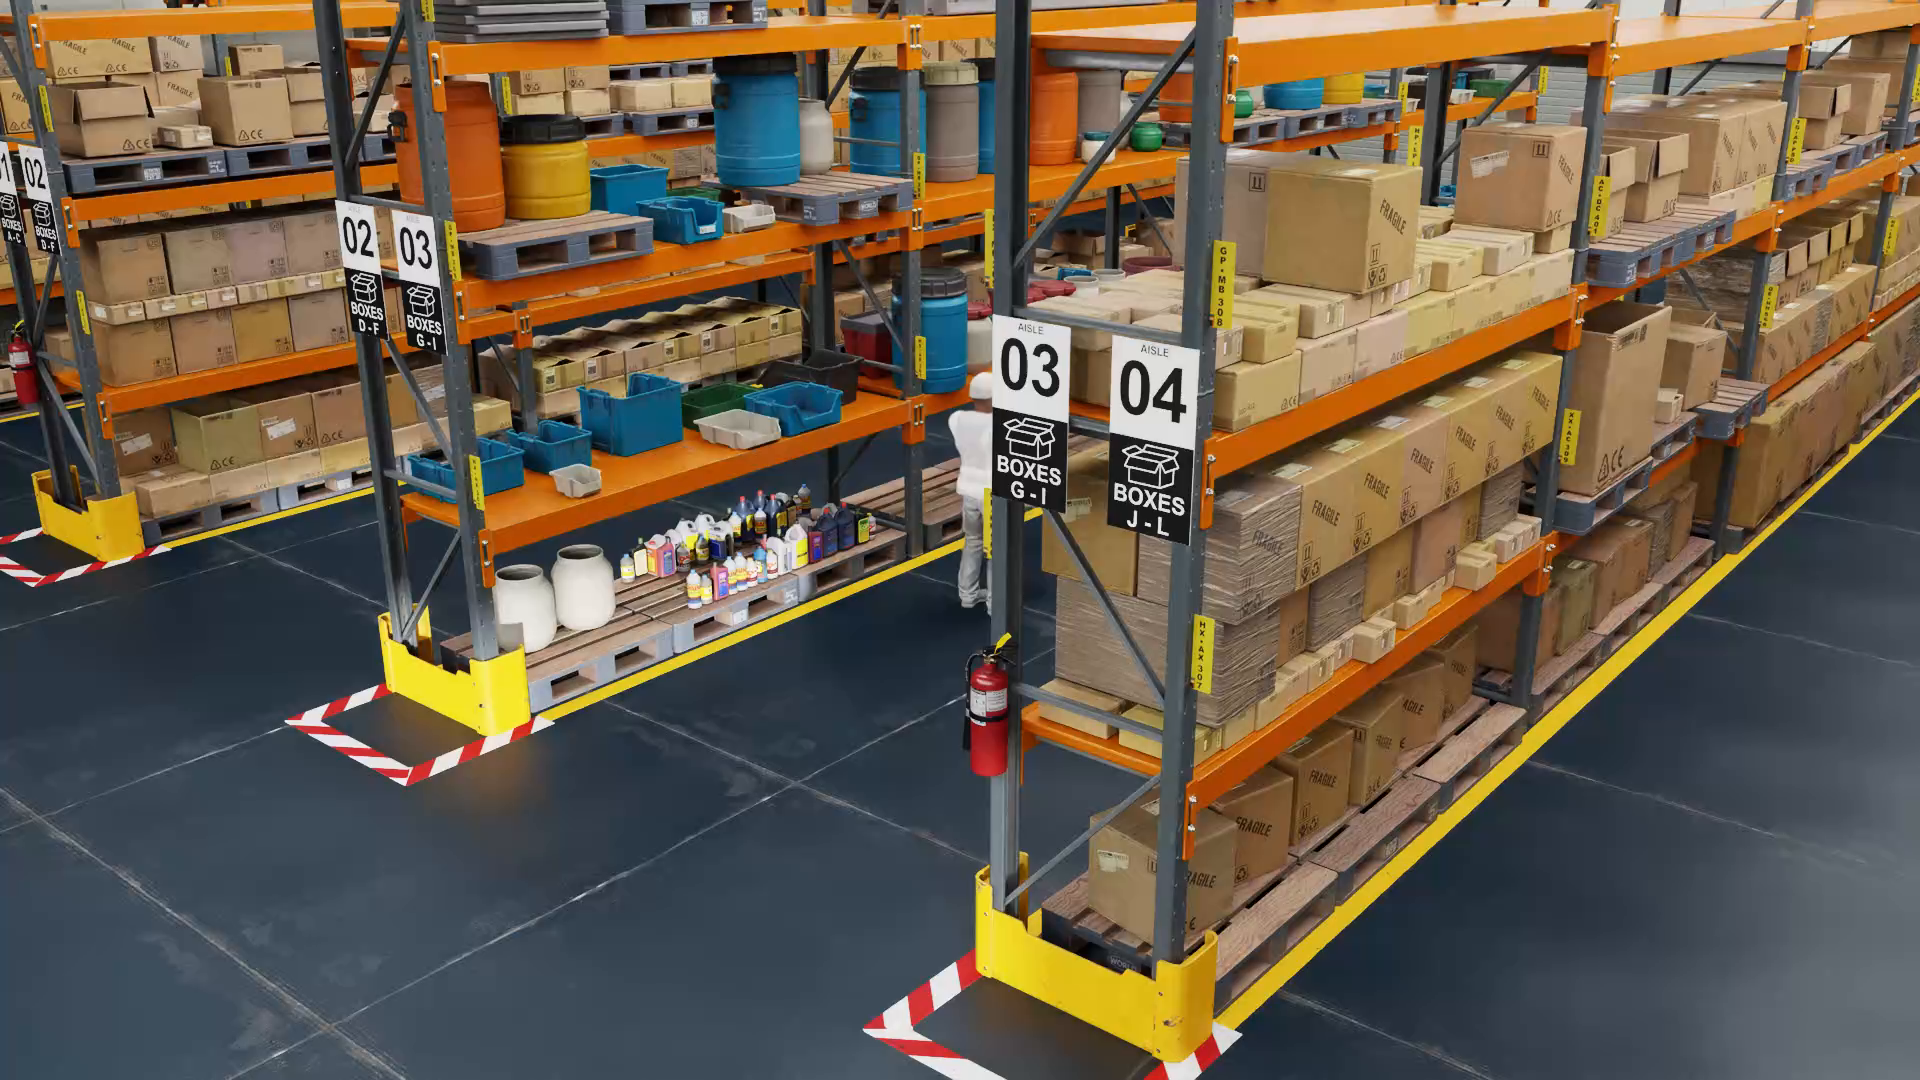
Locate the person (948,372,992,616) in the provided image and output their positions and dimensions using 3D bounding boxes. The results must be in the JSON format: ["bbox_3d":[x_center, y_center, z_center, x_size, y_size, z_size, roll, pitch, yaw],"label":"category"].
[{"bbox_3d":[0.247,-0.367,12.052,0.489,1.782,0.576,16,25,37],"label":"person"}]
